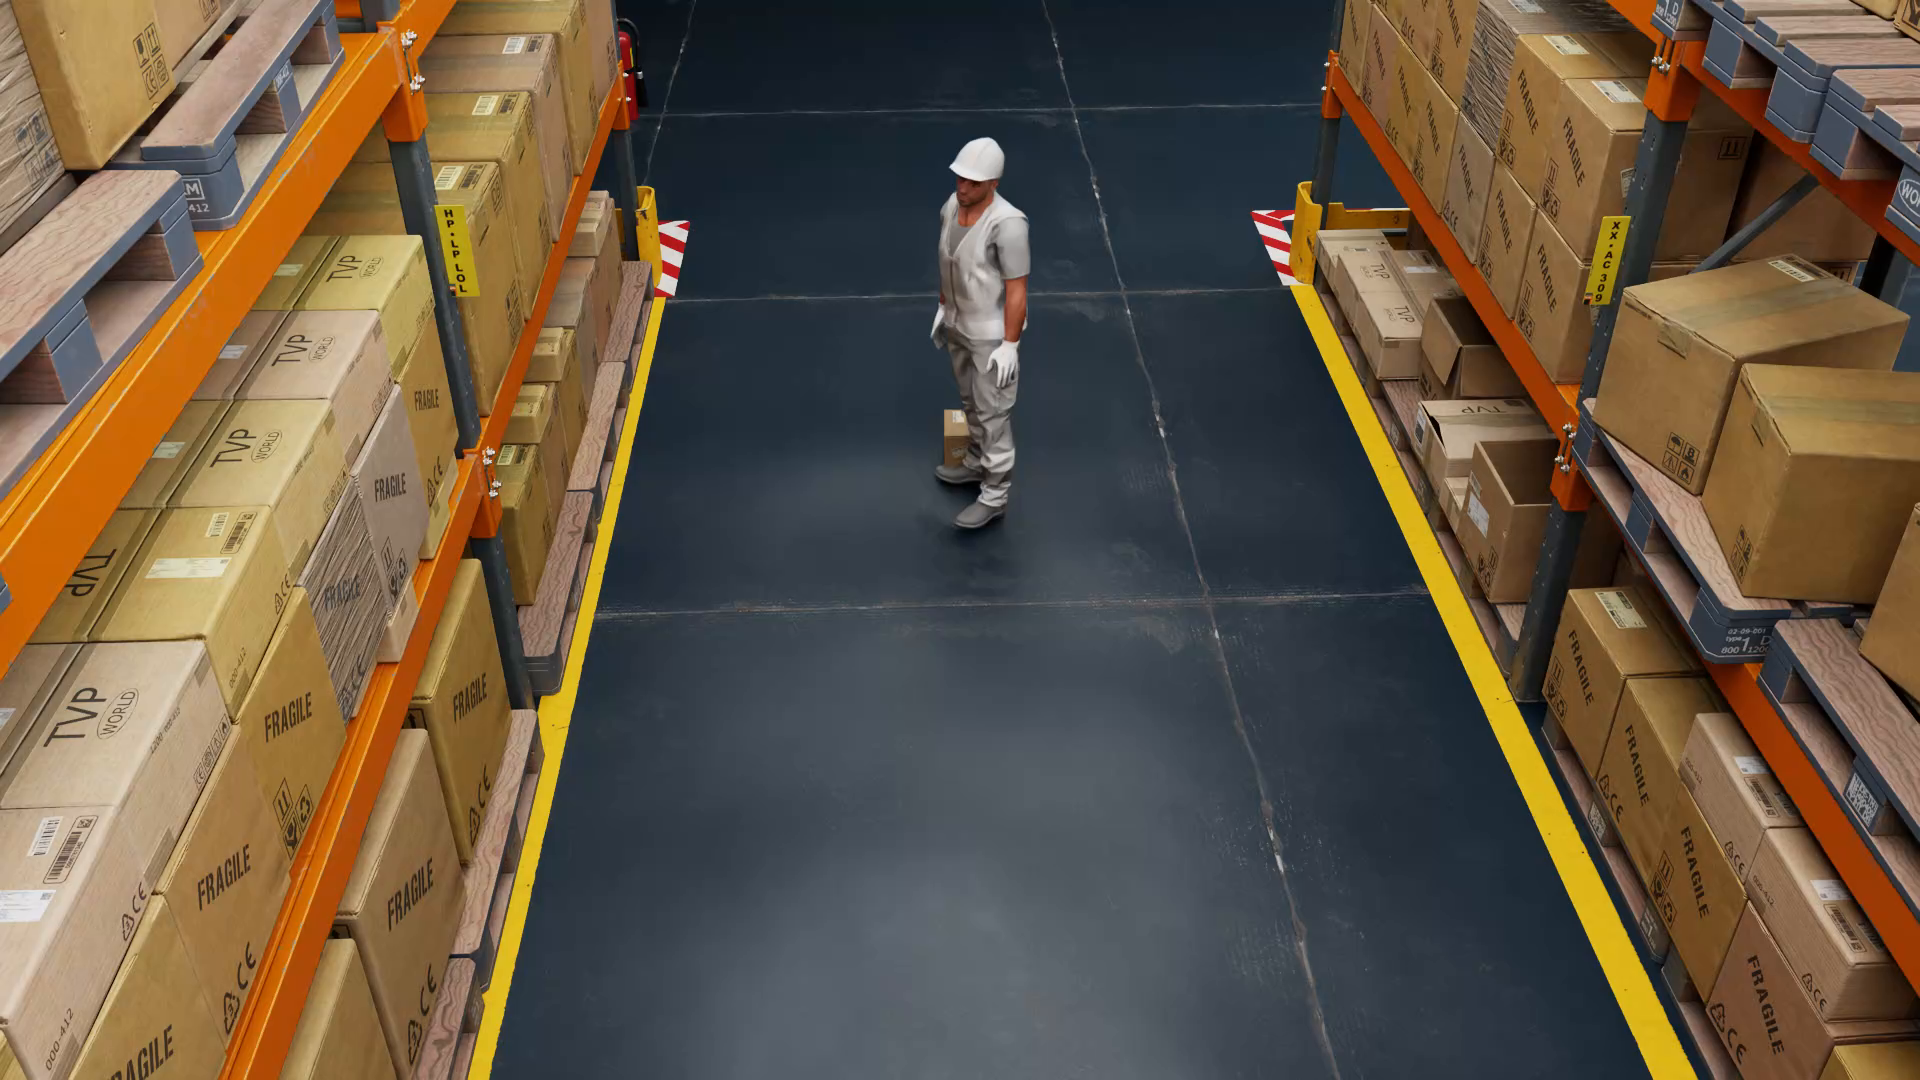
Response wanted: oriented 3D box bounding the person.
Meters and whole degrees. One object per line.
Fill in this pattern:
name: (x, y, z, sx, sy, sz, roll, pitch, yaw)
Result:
person: (0.069, -0.913, 7.377, 0.449, 1.791, 0.613, -21, 40, -27)
